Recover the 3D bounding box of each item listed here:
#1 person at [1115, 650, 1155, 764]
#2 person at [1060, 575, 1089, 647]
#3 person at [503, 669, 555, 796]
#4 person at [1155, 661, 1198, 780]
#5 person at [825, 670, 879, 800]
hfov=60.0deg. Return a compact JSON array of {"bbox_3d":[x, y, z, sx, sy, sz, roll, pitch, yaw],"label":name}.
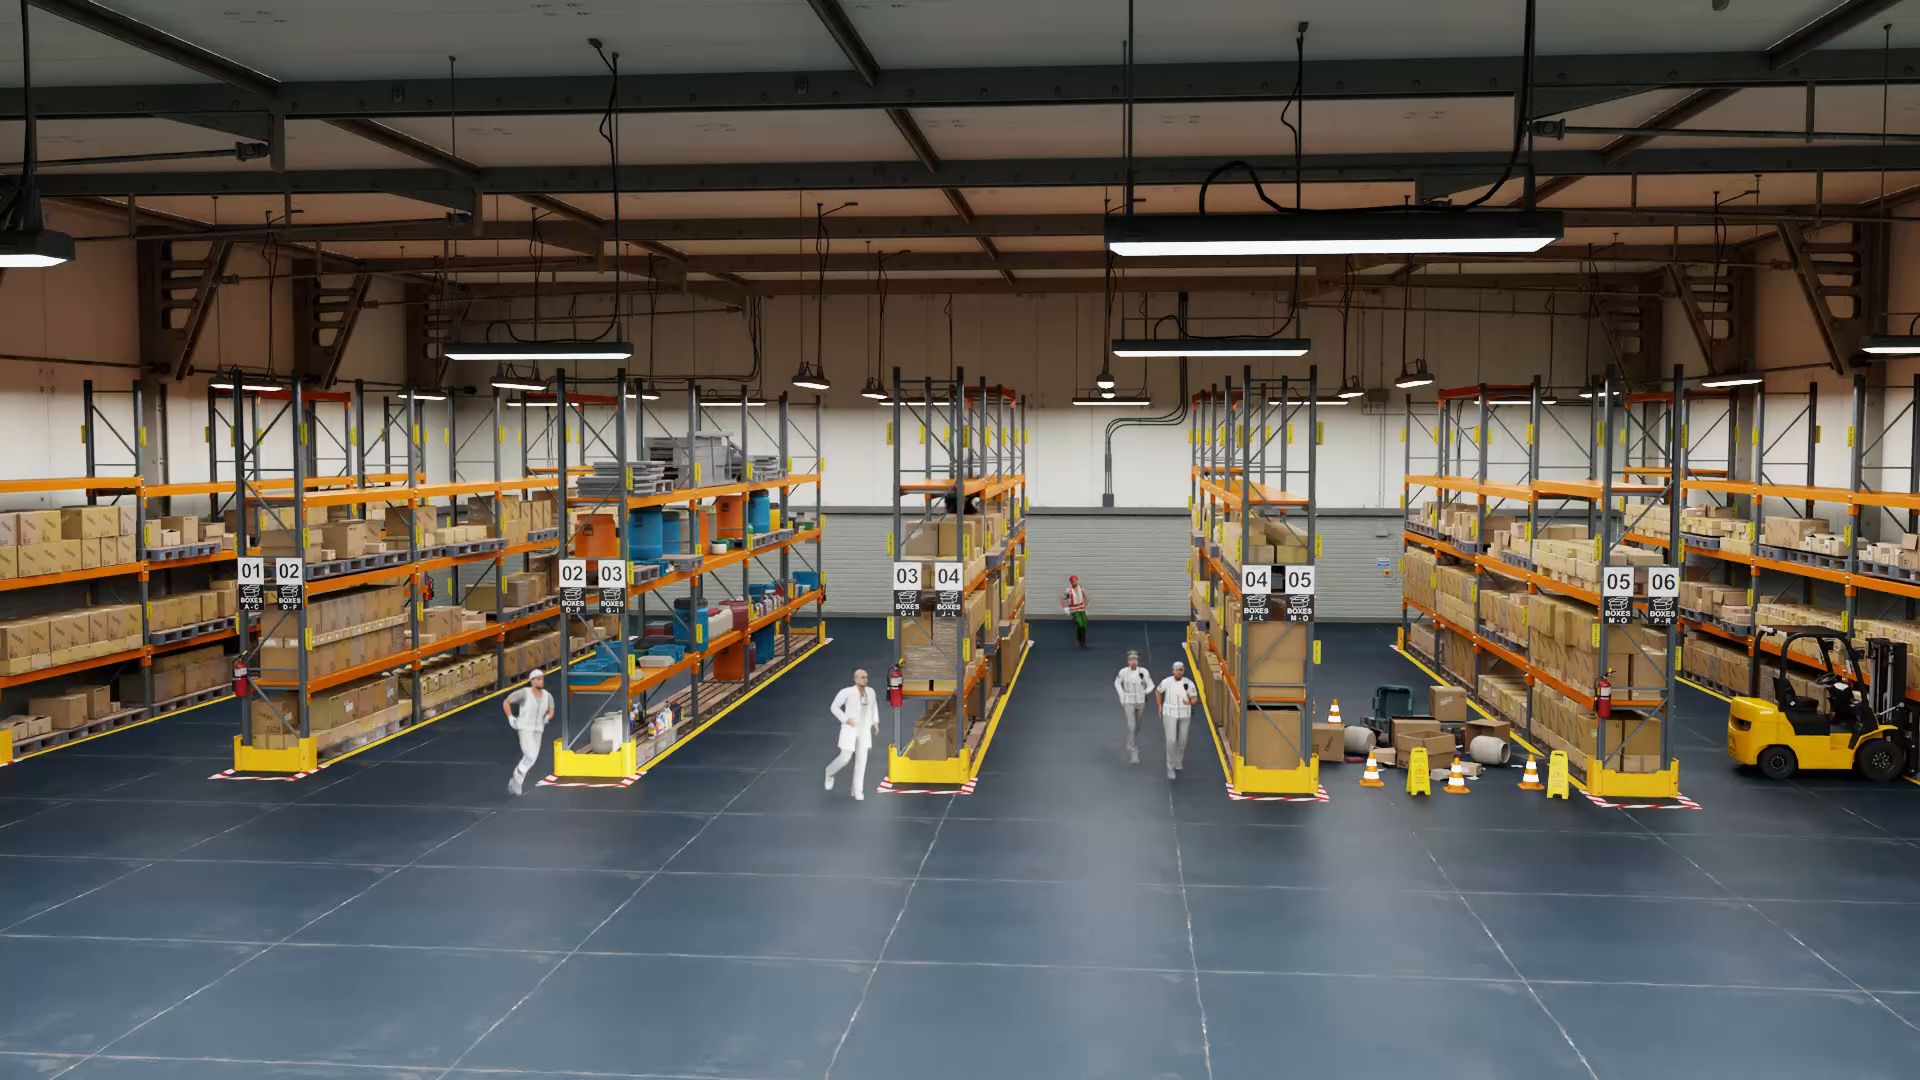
[{"bbox_3d":[2.721,2.555,25.834,0.603,1.710,0.824,0,4,-2],"label":"person"},{"bbox_3d":[2.783,1.695,39.339,0.702,1.726,0.543,-1,4,-20],"label":"person"},{"bbox_3d":[-5.977,2.672,23.259,0.631,1.727,0.667,3,5,42],"label":"person"},{"bbox_3d":[3.208,2.650,24.578,0.581,1.730,0.770,0,4,-3],"label":"person"},{"bbox_3d":[-1.421,2.679,23.175,0.772,1.733,1.027,-2,4,-28],"label":"person"}]
